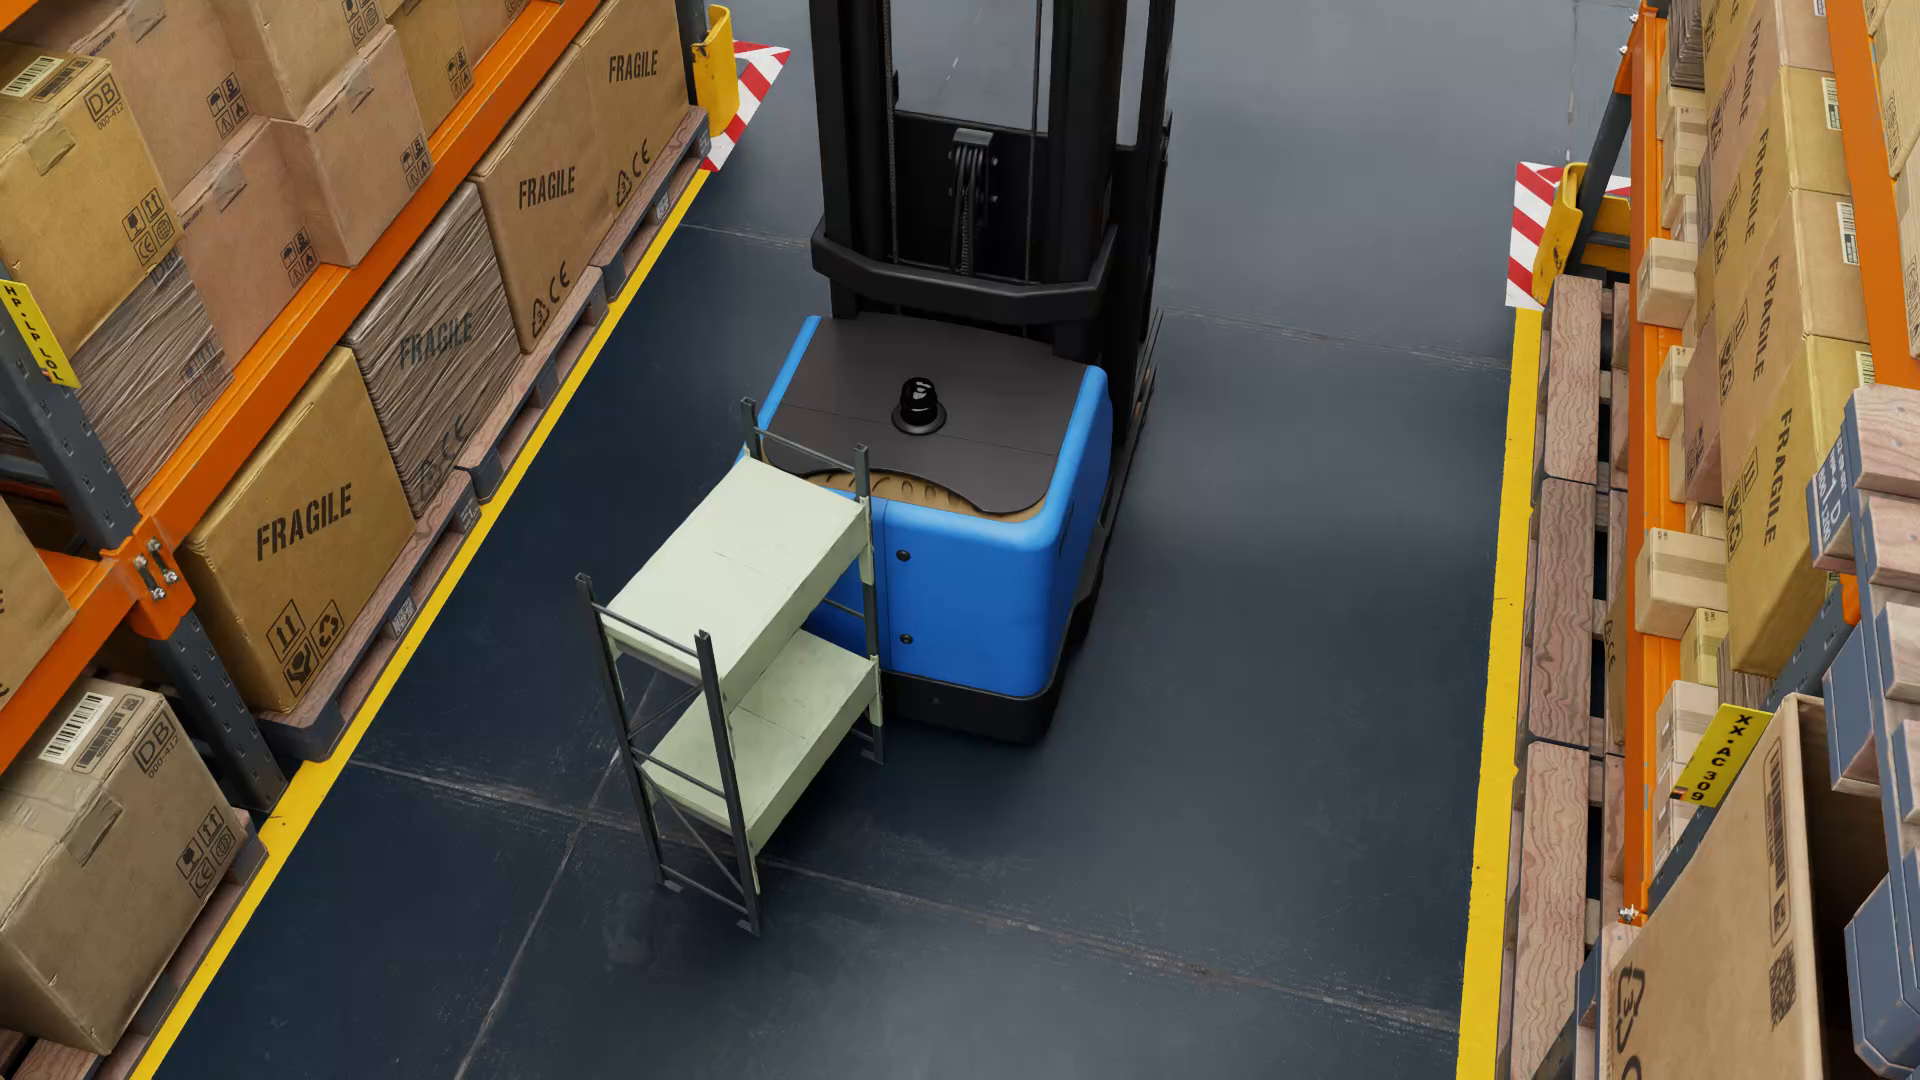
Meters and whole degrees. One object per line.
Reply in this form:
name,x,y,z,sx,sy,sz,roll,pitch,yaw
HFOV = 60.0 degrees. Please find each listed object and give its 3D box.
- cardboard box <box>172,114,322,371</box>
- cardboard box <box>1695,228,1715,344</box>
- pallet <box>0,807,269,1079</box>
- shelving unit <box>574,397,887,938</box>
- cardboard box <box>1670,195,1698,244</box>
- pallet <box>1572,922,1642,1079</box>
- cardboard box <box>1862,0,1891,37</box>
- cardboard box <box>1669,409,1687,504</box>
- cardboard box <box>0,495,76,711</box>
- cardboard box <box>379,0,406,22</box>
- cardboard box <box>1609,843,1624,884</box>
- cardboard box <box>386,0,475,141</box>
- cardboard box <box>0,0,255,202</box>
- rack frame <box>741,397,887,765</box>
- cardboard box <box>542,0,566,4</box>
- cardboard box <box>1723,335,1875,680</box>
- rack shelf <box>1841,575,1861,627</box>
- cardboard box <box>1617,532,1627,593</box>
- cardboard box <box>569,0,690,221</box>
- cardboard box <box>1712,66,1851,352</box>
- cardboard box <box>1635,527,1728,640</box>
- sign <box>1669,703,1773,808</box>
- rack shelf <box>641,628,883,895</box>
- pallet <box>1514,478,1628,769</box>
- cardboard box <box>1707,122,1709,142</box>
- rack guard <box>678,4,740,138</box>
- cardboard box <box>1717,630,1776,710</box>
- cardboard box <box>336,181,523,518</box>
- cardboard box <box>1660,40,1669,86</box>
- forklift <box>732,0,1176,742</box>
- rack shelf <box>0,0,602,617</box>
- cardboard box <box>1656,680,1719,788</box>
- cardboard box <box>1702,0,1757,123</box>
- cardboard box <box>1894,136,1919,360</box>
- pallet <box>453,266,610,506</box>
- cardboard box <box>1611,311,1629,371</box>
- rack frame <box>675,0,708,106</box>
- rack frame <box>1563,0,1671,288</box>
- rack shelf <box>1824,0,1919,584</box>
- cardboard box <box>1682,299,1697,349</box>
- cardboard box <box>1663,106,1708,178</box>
cardboard box,-2.519,-0.954,4.991,0.875,0.550,0.550,12,50,10
cardboard box,2.581,-0.716,4.616,0.875,0.500,0.500,12,50,10
pallet,-2.858,1.263,4.995,1.003,0.211,1.213,12,50,10
shelving unit,-0.607,0.419,4.880,0.431,1.500,0.755,23,52,19
cardboard box,2.456,-0.927,5.235,0.380,0.149,0.250,12,50,10
pallet,1.690,1.406,3.136,1.003,0.211,1.213,12,50,10
cardboard box,2.176,-1.251,3.453,0.500,0.250,0.500,11,50,10
cardboard box,2.181,-0.206,4.599,0.380,0.149,0.250,12,50,10
cardboard box,-2.607,0.164,4.038,0.500,0.500,0.500,11,50,10
cardboard box,-2.158,-2.069,5.255,0.875,0.550,0.500,12,50,10
cardboard box,2.318,0.810,4.922,0.500,0.500,0.500,27,54,22
cardboard box,-2.220,-1.725,5.671,0.875,0.550,0.500,12,50,10
cardboard box,-2.564,-1.321,4.595,0.875,0.550,0.550,12,50,10
rack frame,-0.427,0.180,5.091,0.400,1.500,0.023,23,52,19
cardboard box,-1.852,-2.496,6.353,0.875,0.550,0.550,12,50,10
cardboard box,1.884,-0.023,3.338,0.500,0.500,0.500,12,50,10
rack shelf,1.505,1.511,1.395,1.077,0.370,4.000,12,50,10
cardboard box,2.596,-0.050,5.680,0.500,0.500,0.500,16,50,14
cardboard box,-1.789,-2.059,7.203,0.875,0.875,0.875,12,50,10
cardboard box,2.147,-0.747,3.976,0.500,0.500,0.500,12,50,10
cardboard box,1.961,0.138,4.295,0.380,0.149,0.250,12,50,10
sign,1.506,0.431,3.292,0.100,0.325,0.005,12,50,10
rack shelf,-0.607,0.635,5.124,0.431,0.370,0.720,23,52,19
pallet,2.493,0.364,5.788,1.003,0.211,1.213,12,50,10
cardboard box,2.897,-1.428,5.245,0.875,0.500,0.500,12,50,10
rack guard,-1.668,-2.317,7.961,1.175,0.500,0.348,12,50,10
cardboard box,2.209,0.374,3.654,0.875,0.500,0.500,12,50,10
cardboard box,-2.261,-0.763,6.060,0.875,0.875,0.875,12,50,10
cardboard box,2.695,-1.655,5.878,0.380,0.149,0.250,12,50,10
forklift,0.163,-1.426,5.554,1.130,2.935,3.031,11,50,10
rack shelf,-2.201,-1.442,6.002,1.077,0.370,4.000,12,50,10
cardboard box,1.879,0.509,3.967,0.380,0.149,0.250,12,50,10
cardboard box,2.408,-1.471,4.615,0.500,0.500,0.500,12,50,10
cardboard box,1.899,-0.505,2.795,0.500,0.250,0.500,13,50,11
pallet,-2.133,-0.730,6.754,1.003,0.211,1.213,12,50,10
cardboard box,2.903,-0.938,6.464,0.500,0.500,0.500,20,52,17
rack frame,-1.675,-3.126,7.009,1.000,3.000,0.127,12,50,10
rack frame,3.084,-2.074,6.080,1.000,3.000,0.127,12,50,10
rack shelf,2.558,-1.382,3.949,1.077,0.370,4.000,12,50,10
cardboard box,2.353,-0.559,4.911,0.380,0.149,0.250,12,50,10
cardboard box,2.569,-1.292,5.558,0.380,0.149,0.250,12,50,10
